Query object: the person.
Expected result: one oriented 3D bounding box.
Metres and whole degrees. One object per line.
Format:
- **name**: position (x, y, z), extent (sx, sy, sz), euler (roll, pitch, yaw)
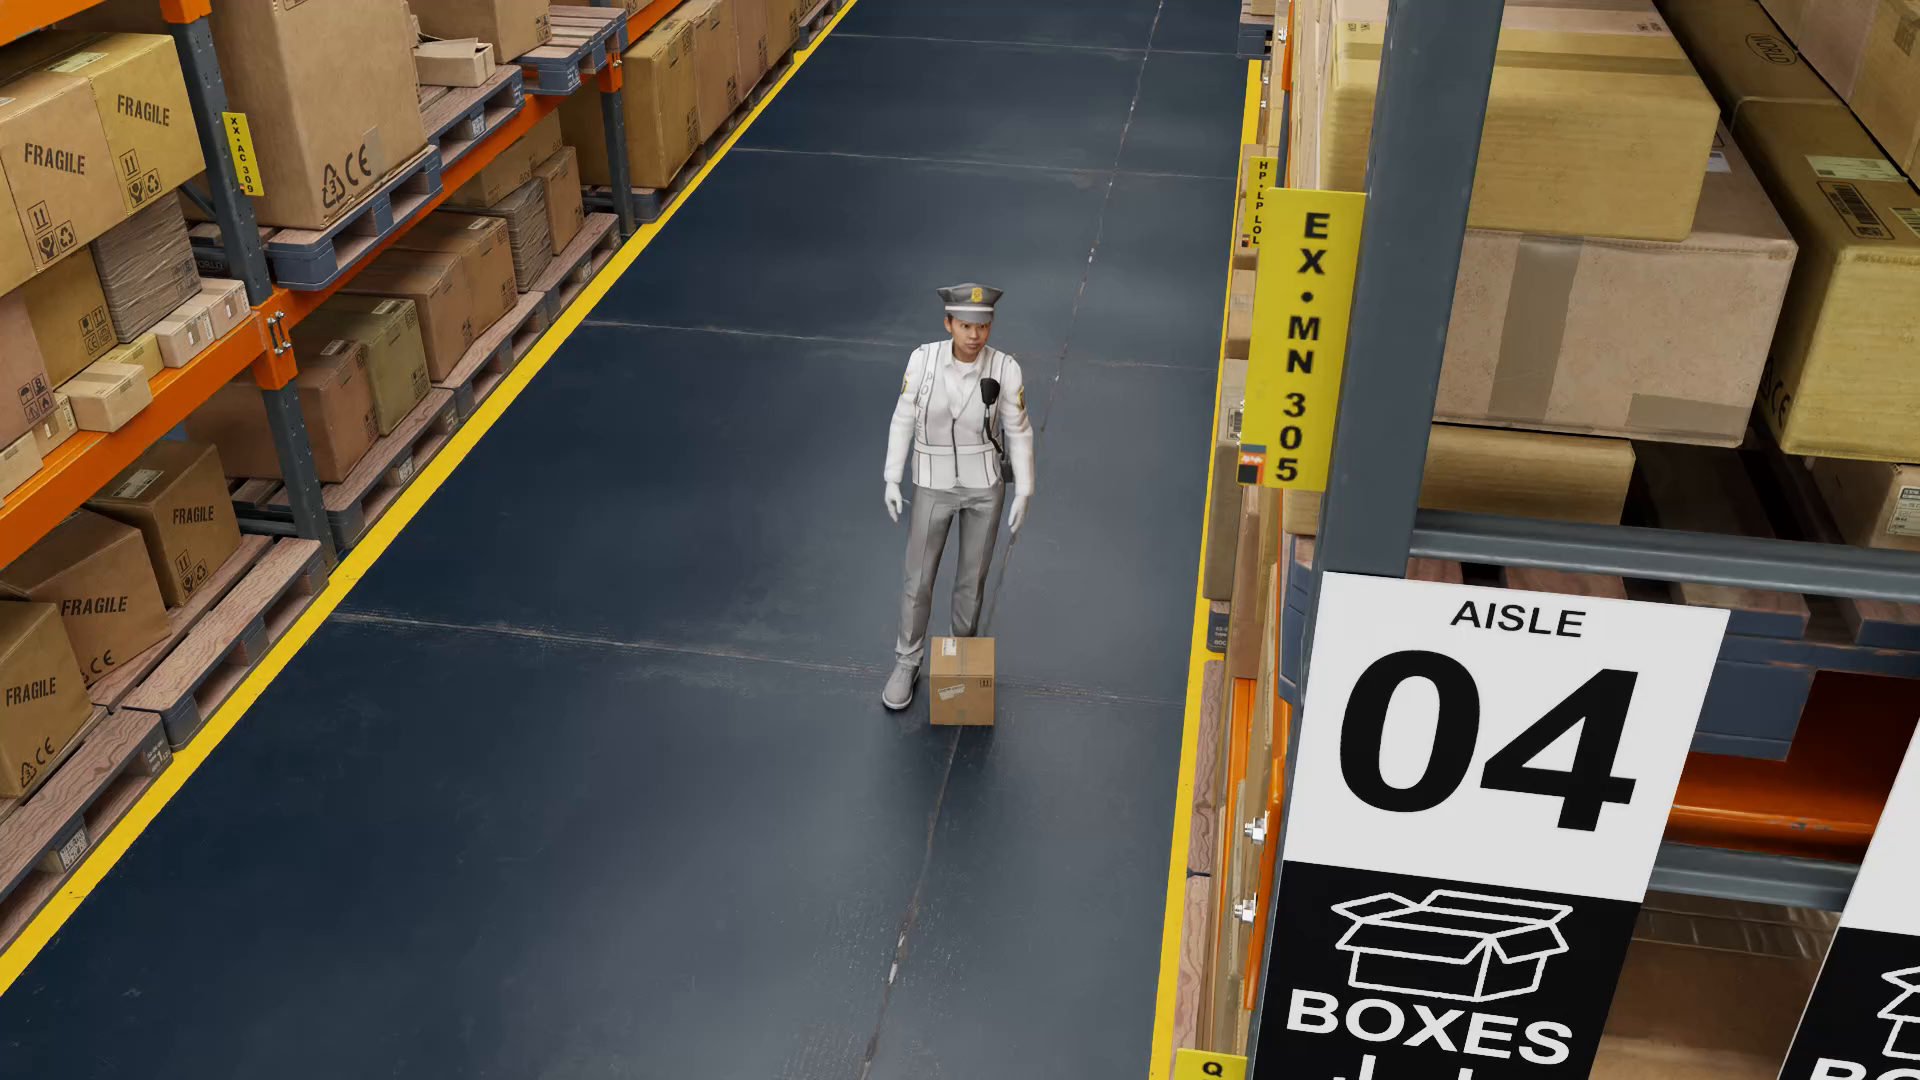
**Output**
- **person**: position (-0.009, -0.169, 6.355), extent (0.586, 1.694, 0.530), euler (2, 33, 2)
